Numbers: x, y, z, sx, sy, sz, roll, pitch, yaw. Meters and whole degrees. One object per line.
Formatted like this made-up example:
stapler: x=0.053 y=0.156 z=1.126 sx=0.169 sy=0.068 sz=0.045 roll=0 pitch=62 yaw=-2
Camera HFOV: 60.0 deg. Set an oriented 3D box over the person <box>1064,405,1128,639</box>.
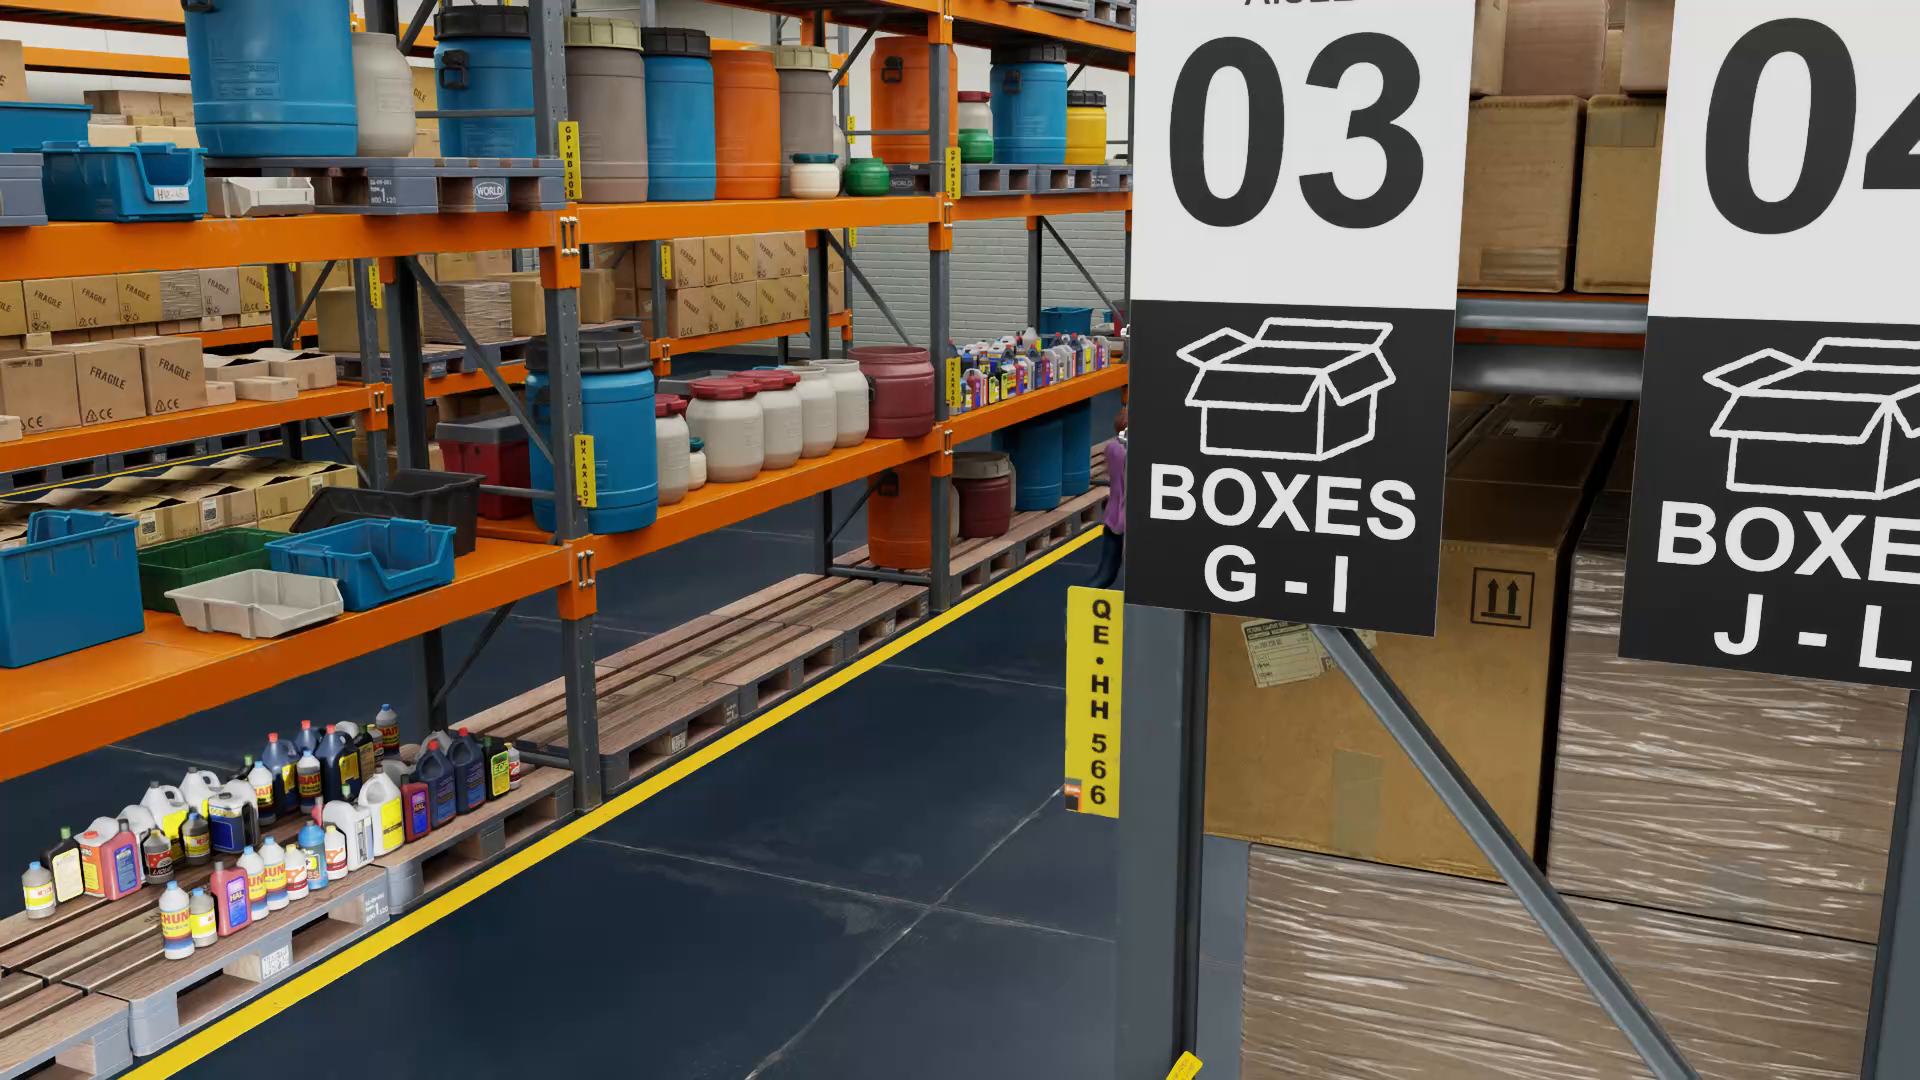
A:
person: x=1.139 y=-0.100 z=10.509 sx=0.949 sy=1.530 sz=0.444 roll=-6 pitch=14 yaw=-24
